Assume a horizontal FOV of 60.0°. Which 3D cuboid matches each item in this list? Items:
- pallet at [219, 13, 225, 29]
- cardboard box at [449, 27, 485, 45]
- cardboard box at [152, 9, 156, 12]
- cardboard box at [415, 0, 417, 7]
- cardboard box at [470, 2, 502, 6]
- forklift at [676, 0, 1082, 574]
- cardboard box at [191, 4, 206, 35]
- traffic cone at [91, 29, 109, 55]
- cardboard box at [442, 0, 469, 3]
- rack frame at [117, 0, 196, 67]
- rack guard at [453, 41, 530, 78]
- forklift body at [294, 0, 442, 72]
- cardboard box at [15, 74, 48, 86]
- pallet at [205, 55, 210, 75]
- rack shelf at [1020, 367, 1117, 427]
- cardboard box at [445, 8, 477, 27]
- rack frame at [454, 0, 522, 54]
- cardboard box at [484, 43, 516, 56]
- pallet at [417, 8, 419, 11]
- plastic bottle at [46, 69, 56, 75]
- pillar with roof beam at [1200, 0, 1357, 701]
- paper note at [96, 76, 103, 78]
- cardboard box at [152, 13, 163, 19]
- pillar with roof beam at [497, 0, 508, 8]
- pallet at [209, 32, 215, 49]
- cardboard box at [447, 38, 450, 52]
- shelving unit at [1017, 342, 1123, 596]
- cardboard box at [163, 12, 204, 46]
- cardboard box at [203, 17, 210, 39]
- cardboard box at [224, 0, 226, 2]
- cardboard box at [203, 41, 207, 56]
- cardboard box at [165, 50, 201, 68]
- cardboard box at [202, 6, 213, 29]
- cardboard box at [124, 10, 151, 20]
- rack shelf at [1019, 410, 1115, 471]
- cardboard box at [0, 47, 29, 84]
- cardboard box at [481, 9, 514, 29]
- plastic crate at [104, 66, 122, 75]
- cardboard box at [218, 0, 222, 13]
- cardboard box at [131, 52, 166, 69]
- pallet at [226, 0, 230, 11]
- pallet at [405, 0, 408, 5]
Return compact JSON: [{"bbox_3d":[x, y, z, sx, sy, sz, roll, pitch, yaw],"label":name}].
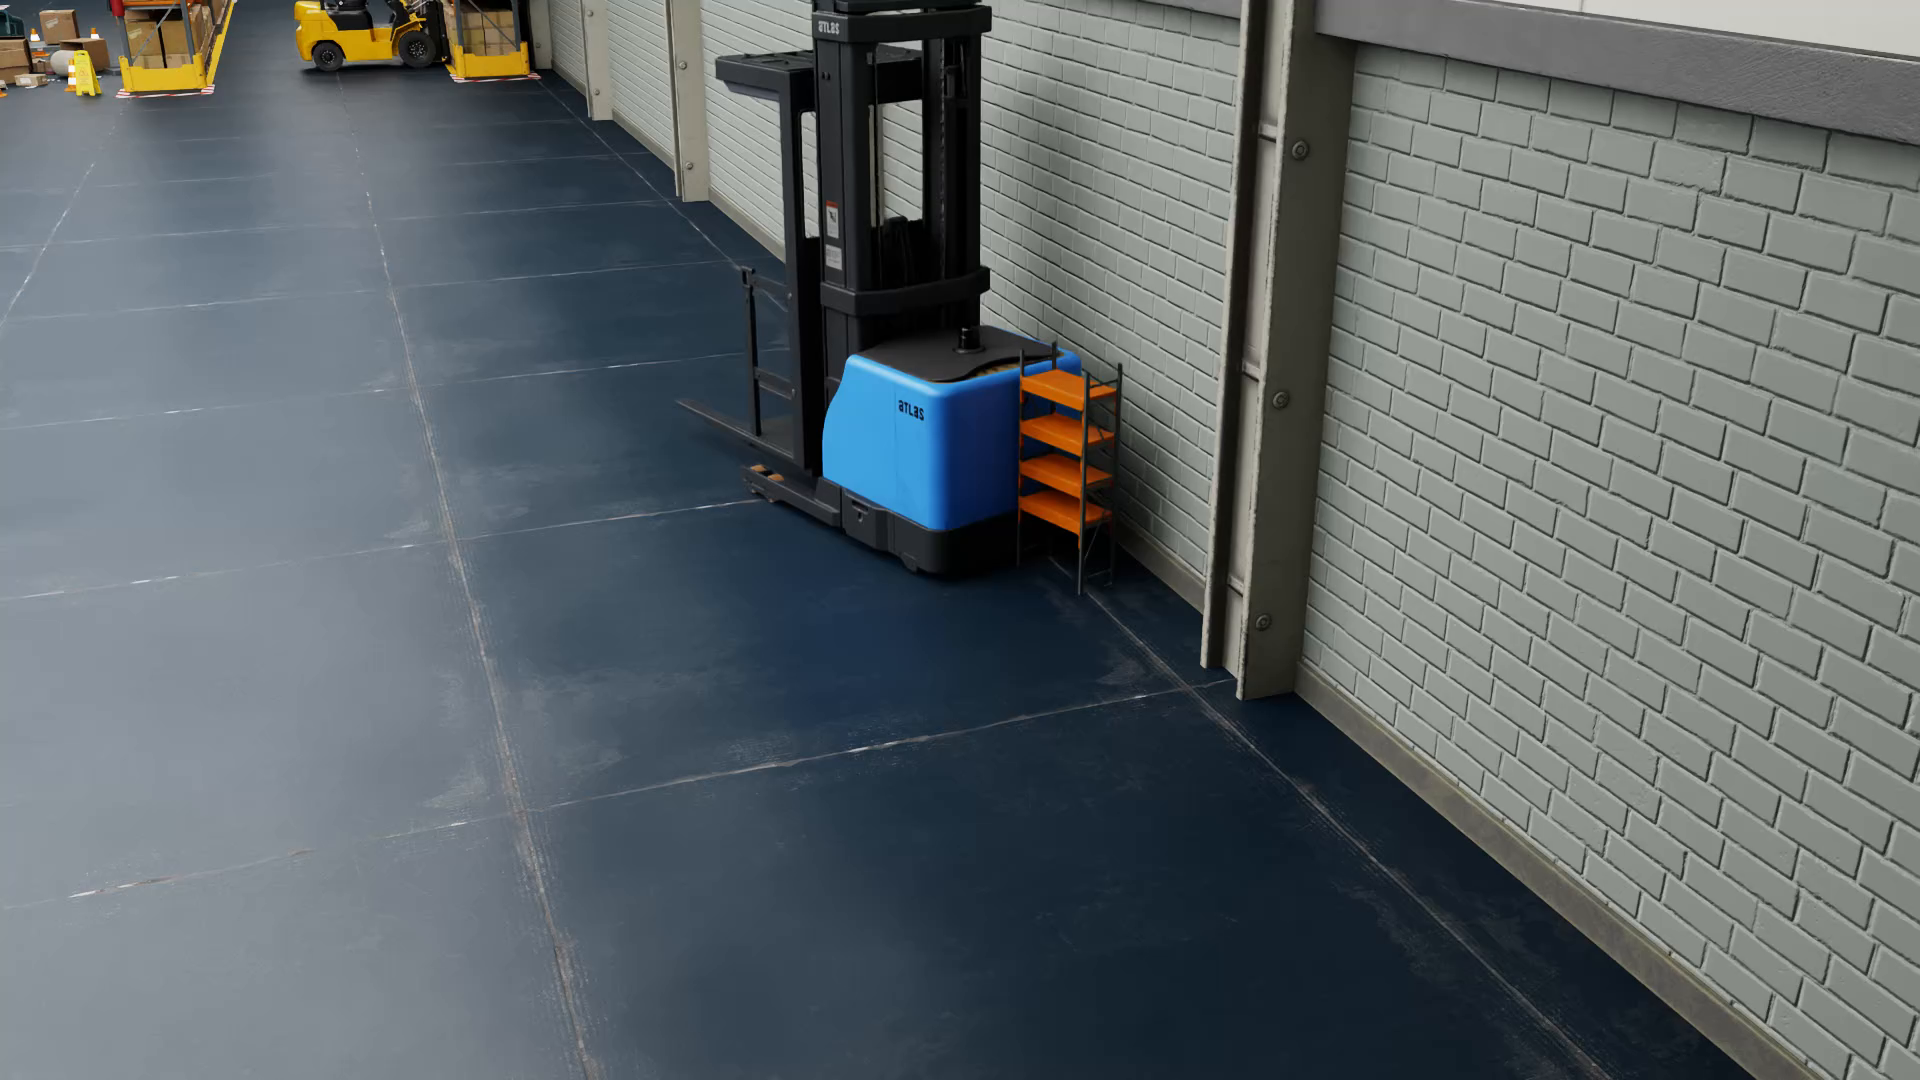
[{"bbox_3d":[-15.832,-10.770,34.531,1.003,0.211,1.213,-8,24,-19],"label":"pallet"},{"bbox_3d":[-8.193,-8.382,27.630,0.500,0.250,0.500,-9,24,-20],"label":"cardboard box"},{"bbox_3d":[-13.559,-8.844,27.570,0.380,0.149,0.250,-7,24,-16],"label":"cardboard box"},{"bbox_3d":[-11.637,-11.912,36.328,0.500,0.500,0.500,-9,25,-21],"label":"cardboard box"},{"bbox_3d":[-8.242,-9.230,29.000,0.500,0.250,0.500,-9,24,-20],"label":"cardboard box"},{"bbox_3d":[-0.648,-1.677,9.456,1.130,2.935,3.031,-17,28,-35],"label":"forklift"},{"bbox_3d":[-13.323,-8.956,28.671,0.500,0.500,0.500,-9,24,-20],"label":"cardboard box"},{"bbox_3d":[-15.531,-8.952,29.892,0.336,0.463,0.334,-8,24,-19],"label":"traffic cone"},{"bbox_3d":[-8.906,-9.346,29.275,0.500,0.250,0.500,-7,24,-17],"label":"cardboard box"},{"bbox_3d":[-12.370,-8.409,25.338,1.000,3.000,0.127,-8,24,-19],"label":"rack frame"},{"bbox_3d":[-7.720,-7.930,27.422,1.175,0.500,0.348,-8,24,-19],"label":"rack guard"},{"bbox_3d":[-10.105,-9.139,28.163,2.313,2.155,1.214,-8,24,-19],"label":"forklift body"},{"bbox_3d":[-14.723,-7.294,26.364,0.380,0.149,0.250,4,23,9],"label":"cardboard box"},{"bbox_3d":[-13.078,-7.894,27.707,1.003,0.211,1.213,-8,24,-19],"label":"pallet"},{"bbox_3d":[0.555,-0.730,8.426,0.258,0.148,0.480,-17,28,-35],"label":"rack shelf"},{"bbox_3d":[-8.368,-8.788,27.949,0.500,0.250,0.500,-8,24,-18],"label":"cardboard box"},{"bbox_3d":[-7.728,-9.091,26.957,1.000,3.000,0.127,-8,24,-19],"label":"rack frame"},{"bbox_3d":[-7.719,-8.223,27.897,0.500,0.250,0.500,-8,24,-19],"label":"cardboard box"},{"bbox_3d":[-11.210,-11.432,36.101,1.003,0.211,1.213,-8,24,-19],"label":"pallet"},{"bbox_3d":[-15.082,-7.782,27.634,0.133,0.061,0.283,-4,23,-10],"label":"plastic bottle"},{"bbox_3d":[-2.680,-2.921,4.594,9.100,9.000,0.400,-8,24,-19],"label":"pillar with roof beam"},{"bbox_3d":[-14.107,-7.579,27.193,0.142,0.019,0.148,-18,29,-37],"label":"paper note"},{"bbox_3d":[-13.257,-8.309,27.137,0.500,0.500,0.500,-9,24,-20],"label":"cardboard box"},{"bbox_3d":[-13.278,-13.822,30.457,9.100,9.000,0.400,-8,24,-19],"label":"pillar with roof beam"},{"bbox_3d":[-14.495,-9.304,31.052,1.003,0.211,1.213,-8,24,-19],"label":"pallet"},{"bbox_3d":[-8.525,-8.510,28.578,0.500,0.250,0.500,-8,24,-18],"label":"cardboard box"},{"bbox_3d":[0.555,-0.368,8.579,0.258,1.200,0.503,-17,28,-35],"label":"shelving unit"},{"bbox_3d":[-12.764,-8.393,27.335,0.500,0.500,0.500,-8,24,-18],"label":"cardboard box"},{"bbox_3d":[-14.228,-9.296,30.285,0.950,0.372,0.625,-7,24,-16],"label":"cardboard box"},{"bbox_3d":[-17.048,-12.350,37.447,0.875,0.438,0.875,-9,25,-21],"label":"cardboard box"},{"bbox_3d":[-12.950,-8.233,27.921,0.500,0.250,0.500,-8,24,-18],"label":"cardboard box"},{"bbox_3d":[-12.397,-7.666,26.576,0.500,0.250,0.500,-9,24,-19],"label":"cardboard box"},{"bbox_3d":[-15.006,-10.091,32.173,0.950,0.372,0.625,-10,25,-23],"label":"cardboard box"},{"bbox_3d":[-13.090,-8.359,26.419,0.380,0.149,0.250,-8,24,-17],"label":"cardboard box"},{"bbox_3d":[0.555,-0.512,8.518,0.258,0.148,0.480,-17,28,-35],"label":"rack shelf"},{"bbox_3d":[-15.359,-7.549,26.513,0.637,0.503,0.797,12,26,27],"label":"cardboard box"},{"bbox_3d":[-7.721,-8.679,27.692,0.500,0.250,0.500,-9,24,-20],"label":"cardboard box"},{"bbox_3d":[-13.996,-7.834,27.733,0.402,0.080,0.583,-18,29,-37],"label":"plastic crate"},{"bbox_3d":[-15.989,-11.442,34.730,0.875,0.875,0.875,-8,24,-17],"label":"cardboard box"},{"bbox_3d":[-12.916,-7.601,26.421,0.500,0.250,0.500,-8,24,-19],"label":"cardboard box"},{"bbox_3d":[-17.240,-12.215,37.959,1.003,0.211,1.213,-8,24,-19],"label":"pallet"},{"bbox_3d":[-12.644,-12.860,39.490,1.003,0.211,1.213,-8,24,-19],"label":"pallet"}]
